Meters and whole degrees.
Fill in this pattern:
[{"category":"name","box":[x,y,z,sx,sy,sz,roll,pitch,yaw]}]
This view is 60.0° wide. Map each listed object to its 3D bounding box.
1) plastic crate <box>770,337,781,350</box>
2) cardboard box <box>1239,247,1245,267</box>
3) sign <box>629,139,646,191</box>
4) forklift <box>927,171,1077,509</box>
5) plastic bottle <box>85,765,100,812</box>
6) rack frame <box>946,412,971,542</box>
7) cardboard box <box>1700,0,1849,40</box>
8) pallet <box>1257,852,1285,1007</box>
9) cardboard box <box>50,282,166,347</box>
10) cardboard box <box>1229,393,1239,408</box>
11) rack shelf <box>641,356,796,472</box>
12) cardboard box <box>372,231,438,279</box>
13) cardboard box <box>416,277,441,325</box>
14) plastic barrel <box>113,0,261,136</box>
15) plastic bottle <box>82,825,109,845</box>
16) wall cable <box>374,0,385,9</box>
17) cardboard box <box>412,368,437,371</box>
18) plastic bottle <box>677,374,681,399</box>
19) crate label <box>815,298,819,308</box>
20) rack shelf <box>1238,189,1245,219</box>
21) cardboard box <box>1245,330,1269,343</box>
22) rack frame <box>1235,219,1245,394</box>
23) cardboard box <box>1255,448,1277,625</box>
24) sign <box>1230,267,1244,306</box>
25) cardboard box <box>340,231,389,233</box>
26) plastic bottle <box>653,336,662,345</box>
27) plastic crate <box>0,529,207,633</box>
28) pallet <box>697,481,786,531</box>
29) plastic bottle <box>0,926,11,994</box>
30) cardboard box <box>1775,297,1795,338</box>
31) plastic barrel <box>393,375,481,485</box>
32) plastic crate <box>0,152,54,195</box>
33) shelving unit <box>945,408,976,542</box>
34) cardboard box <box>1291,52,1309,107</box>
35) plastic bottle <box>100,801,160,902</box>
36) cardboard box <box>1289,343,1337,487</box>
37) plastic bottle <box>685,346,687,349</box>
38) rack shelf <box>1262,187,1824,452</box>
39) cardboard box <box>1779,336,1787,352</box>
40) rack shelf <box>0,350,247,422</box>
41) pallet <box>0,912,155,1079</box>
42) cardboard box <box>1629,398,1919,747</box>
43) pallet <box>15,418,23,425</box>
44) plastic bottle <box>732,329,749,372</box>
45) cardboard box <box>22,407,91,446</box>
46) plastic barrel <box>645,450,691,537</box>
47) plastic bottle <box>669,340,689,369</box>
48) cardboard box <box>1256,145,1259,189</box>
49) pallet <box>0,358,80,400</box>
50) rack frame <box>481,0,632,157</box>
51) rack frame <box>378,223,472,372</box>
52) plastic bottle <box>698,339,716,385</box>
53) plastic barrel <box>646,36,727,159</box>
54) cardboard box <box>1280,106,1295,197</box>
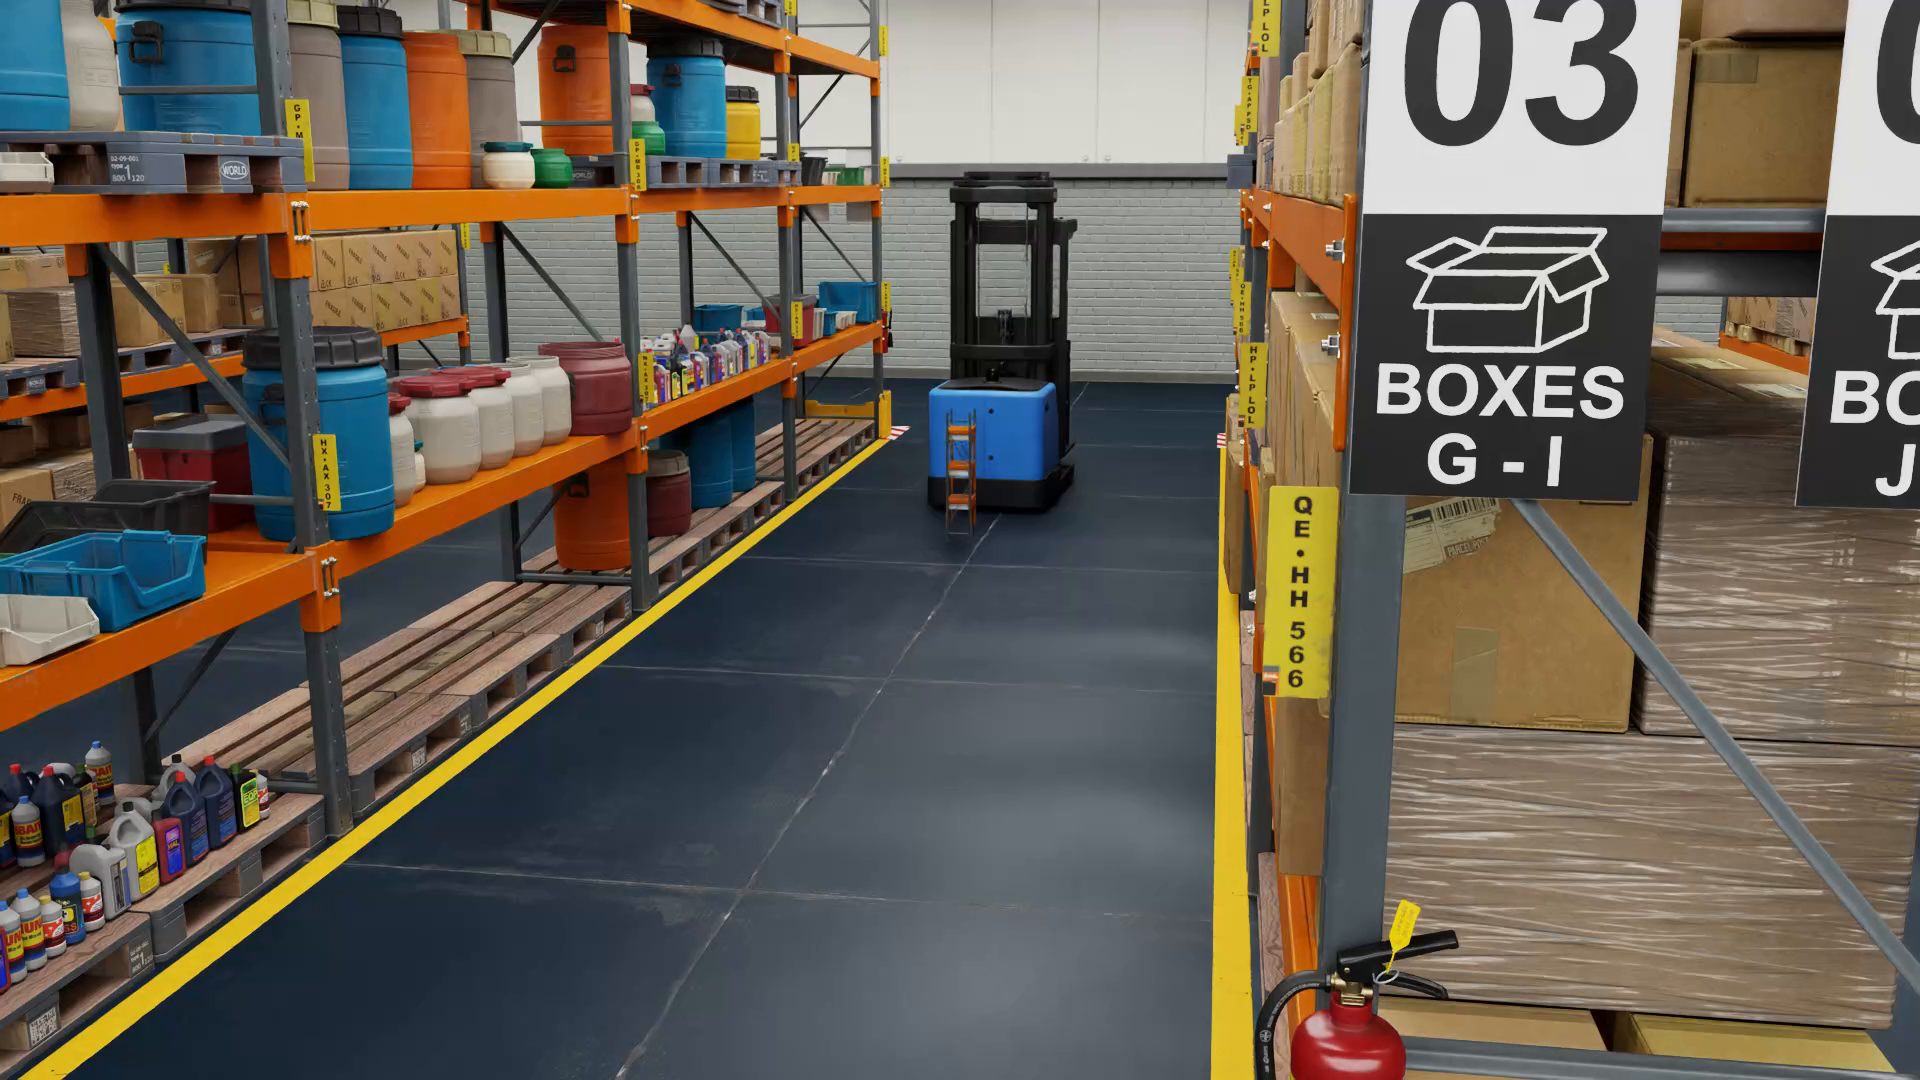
[{"category":"plastic crate","box":[-1.779,-1.828,15.339,0.396,0.136,0.243,2,12,9]},{"category":"cardboard box","box":[3.026,-2.643,16.507,0.500,0.500,0.500,2,12,7]},{"category":"sign","box":[-2.063,-2.402,10.645,0.100,0.325,0.005,2,12,9]},{"category":"forklift","box":[0.500,-1.973,15.691,1.130,2.935,3.031,2,12,11]},{"category":"plastic bottle","box":[-3.720,1.056,7.071,0.097,0.201,0.097,0,12,0]},{"category":"rack frame","box":[-0.011,-0.499,13.317,0.200,1.050,0.008,2,12,9]},{"category":"cardboard box","box":[1.327,-0.815,2.443,0.380,0.149,0.250,2,12,8]},{"category":"pallet","box":[1.603,1.495,6.058,1.003,0.211,1.213,2,12,9]},{"category":"cardboard box","box":[-7.097,-1.881,13.868,0.700,0.500,0.500,-1,12,-6]},{"category":"cardboard box","box":[2.823,-0.708,13.704,1.225,0.875,0.875,2,12,9]},{"category":"rack shelf","box":[-2.300,-1.067,13.034,1.077,0.370,4.000,2,12,9]},{"category":"cardboard box","box":[-6.144,-3.160,18.427,0.500,0.500,0.500,2,12,10]},{"category":"cardboard box","box":[-6.147,-2.668,18.516,0.500,0.500,0.500,2,12,9]},{"category":"plastic barrel","box":[-3.359,-1.994,7.318,0.600,0.901,0.708,2,12,9]},{"category":"plastic bottle","box":[-3.221,1.195,6.230,0.061,0.283,0.133,2,12,9]},{"category":"wall cable","box":[-7.270,-7.951,24.409,3.097,2.526,0.112,2,12,9]},{"category":"cardboard box","box":[-6.111,-1.701,19.157,0.500,0.500,0.500,2,12,9]},{"category":"plastic bottle","box":[-2.085,-1.133,12.100,0.097,0.201,0.097,0,12,0]},{"category":"crate label","box":[-1.740,-2.575,18.576,0.416,0.233,0.303,2,12,9]},{"category":"rack shelf","box":[3.209,-3.206,15.837,1.077,0.370,4.000,2,12,9]},{"category":"cardboard box","box":[2.277,-1.214,11.768,0.500,0.500,0.500,1,12,7]},{"category":"rack frame","box":[3.517,-2.508,18.009,1.000,3.000,0.127,2,12,9]},{"category":"cardboard box","box":[1.429,-0.009,5.473,0.875,0.500,0.500,2,12,9]},{"category":"sign","box":[2.353,-2.154,14.128,0.100,0.325,0.005,2,12,9]},{"category":"cardboard box","box":[-6.673,-3.174,18.491,0.500,0.500,0.500,2,12,9]},{"category":"plastic bottle","box":[-2.541,-1.589,14.052,0.097,0.271,0.097,0,12,0]},{"category":"plastic crate","box":[-3.124,0.142,6.068,0.499,0.251,0.616,2,12,9]},{"category":"pallet","box":[-2.152,-0.313,14.445,1.003,0.211,1.213,2,12,9]},{"category":"plastic bottle","box":[-3.198,1.362,5.459,0.061,0.283,0.133,2,12,10]},{"category":"cardboard box","box":[7.843,-2.116,15.246,0.500,0.500,0.500,2,12,7]},{"category":"plastic barrel","box":[-2.746,-0.581,8.748,0.433,0.535,0.433,0,12,0]},{"category":"plastic crate","box":[-3.070,-1.160,5.263,0.243,0.136,0.396,2,12,9]},{"category":"shelving unit","box":[0.008,-0.524,13.434,0.215,1.050,0.252,2,12,9]},{"category":"cardboard box","box":[1.158,-1.321,4.794,0.380,0.149,0.250,2,12,8]},{"category":"plastic bottle","box":[-3.116,1.160,6.233,0.144,0.351,0.185,2,12,8]},{"category":"cardboard box","box":[1.047,-0.191,3.942,0.500,0.500,0.500,2,12,9]},{"category":"plastic bottle","box":[-2.370,-1.578,14.167,0.097,0.201,0.097,0,12,0]},{"category":"rack shelf","box":[1.364,-0.708,4.246,1.077,0.370,4.000,2,12,9]},{"category":"cardboard box","box":[7.839,-1.820,15.414,0.380,0.149,0.250,2,12,11]},{"category":"rack shelf","box":[-7.194,-1.229,13.782,1.077,0.370,4.000,2,12,9]},{"category":"pallet","box":[-3.552,1.586,5.632,1.003,0.211,1.213,2,12,9]},{"category":"cardboard box","box":[1.410,0.034,2.897,0.500,0.500,0.500,2,12,9]},{"category":"pallet","box":[-11.212,-1.457,19.753,1.003,0.211,1.213,2,12,9]},{"category":"plastic bottle","box":[-1.839,-1.571,13.780,0.144,0.351,0.185,2,12,9]},{"category":"cardboard box","box":[-7.432,-0.951,13.895,0.500,0.250,0.500,2,12,8]},{"category":"plastic barrel","box":[-2.375,-0.367,12.802,0.600,0.588,0.708,2,12,9]},{"category":"plastic bottle","box":[-2.151,-1.357,12.787,0.144,0.351,0.185,2,12,9]},{"category":"cardboard box","box":[1.963,-2.146,9.566,0.500,0.250,0.500,2,12,10]},{"category":"pallet","box":[-7.466,-1.214,12.460,1.213,0.211,1.003,2,12,9]},{"category":"rack frame","box":[-2.607,-3.935,10.394,1.000,3.000,0.127,2,12,9]},{"category":"rack frame","box":[-6.271,-2.829,19.502,1.000,3.000,0.127,2,12,9]},{"category":"plastic bottle","box":[-1.980,-1.380,12.894,0.144,0.351,0.185,2,12,9]},{"category":"plastic barrel","box":[-2.104,-3.392,12.805,0.600,0.901,0.708,2,12,9]},{"category":"cardboard box","box":[1.186,-1.104,4.731,0.500,0.250,0.500,1,12,6]}]
